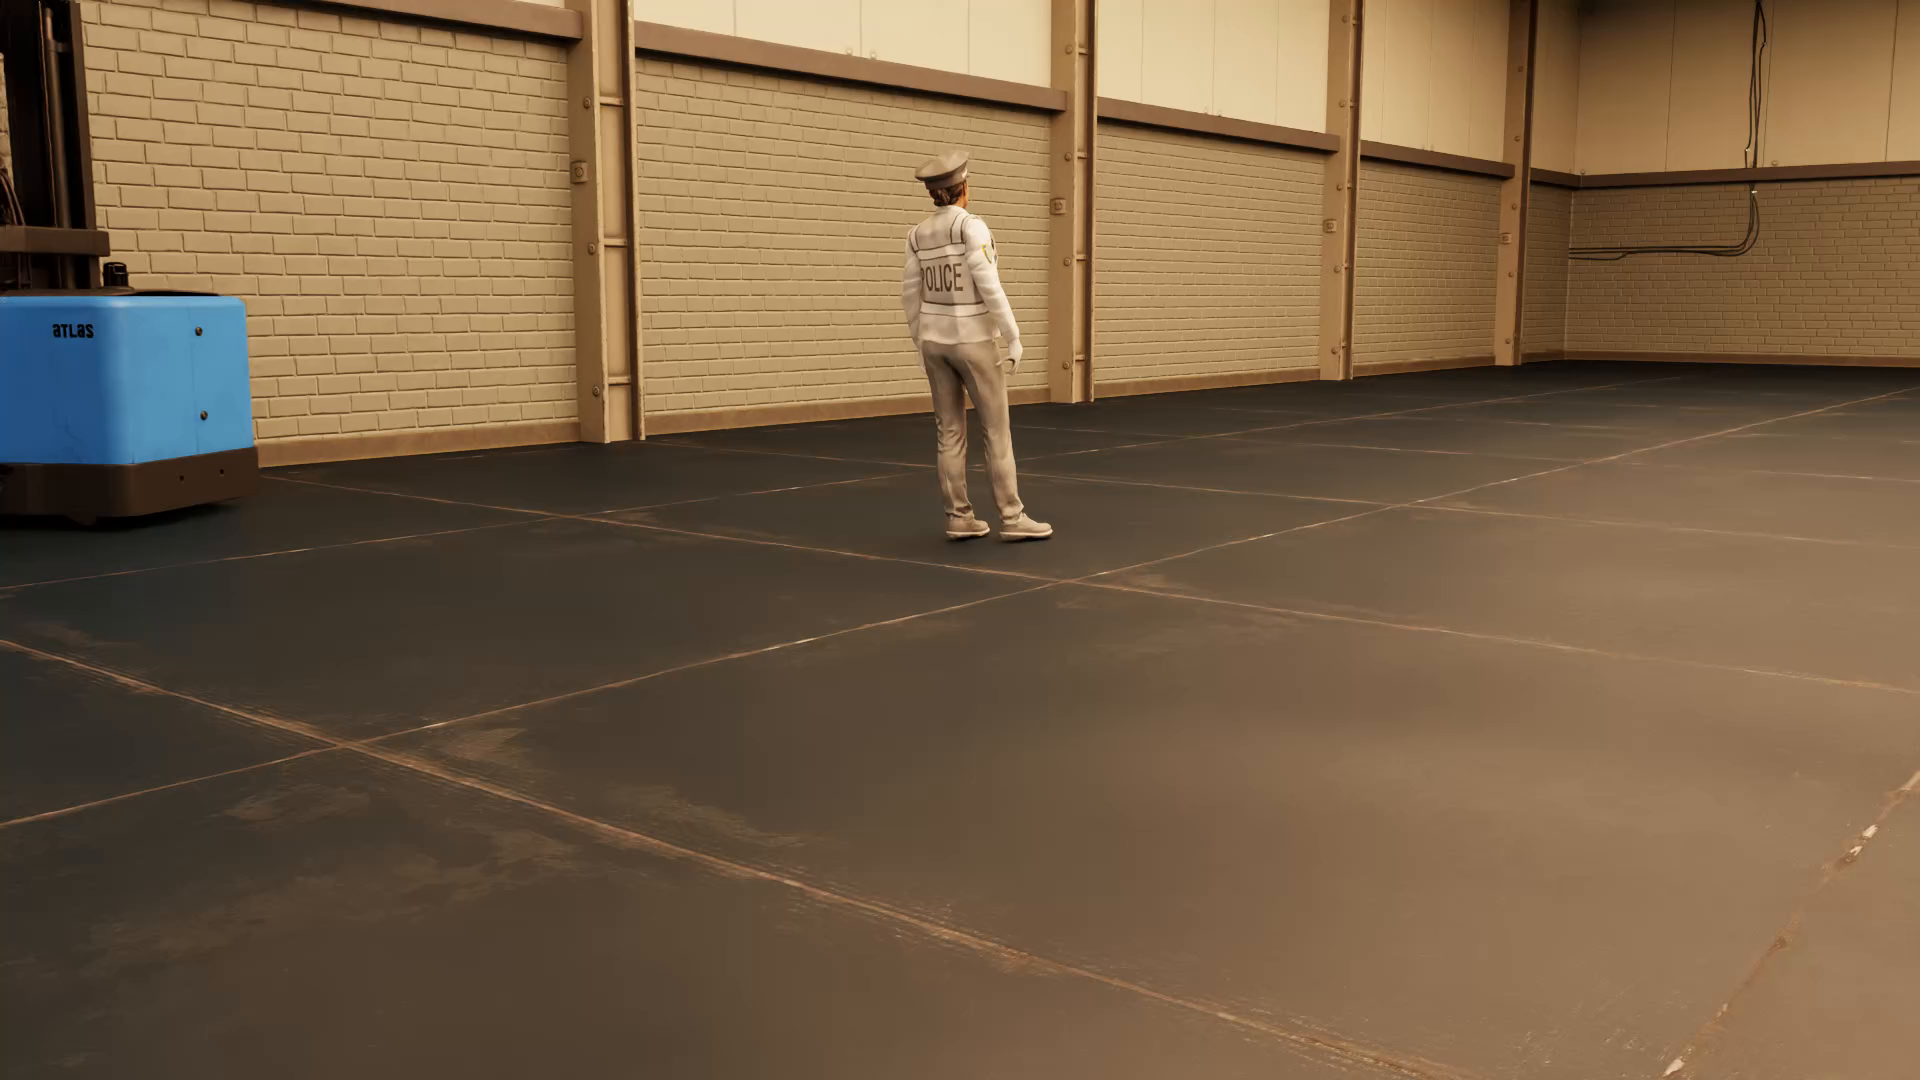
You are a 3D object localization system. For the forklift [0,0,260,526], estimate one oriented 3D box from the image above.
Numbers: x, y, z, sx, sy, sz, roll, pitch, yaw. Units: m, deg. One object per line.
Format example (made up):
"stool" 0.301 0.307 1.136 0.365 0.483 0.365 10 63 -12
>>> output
"forklift" -5.169 -1.599 8.210 3.031 2.935 1.130 2 9 12

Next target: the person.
"person" 0.048 -0.852 7.330 0.587 1.695 0.531 7 11 38
